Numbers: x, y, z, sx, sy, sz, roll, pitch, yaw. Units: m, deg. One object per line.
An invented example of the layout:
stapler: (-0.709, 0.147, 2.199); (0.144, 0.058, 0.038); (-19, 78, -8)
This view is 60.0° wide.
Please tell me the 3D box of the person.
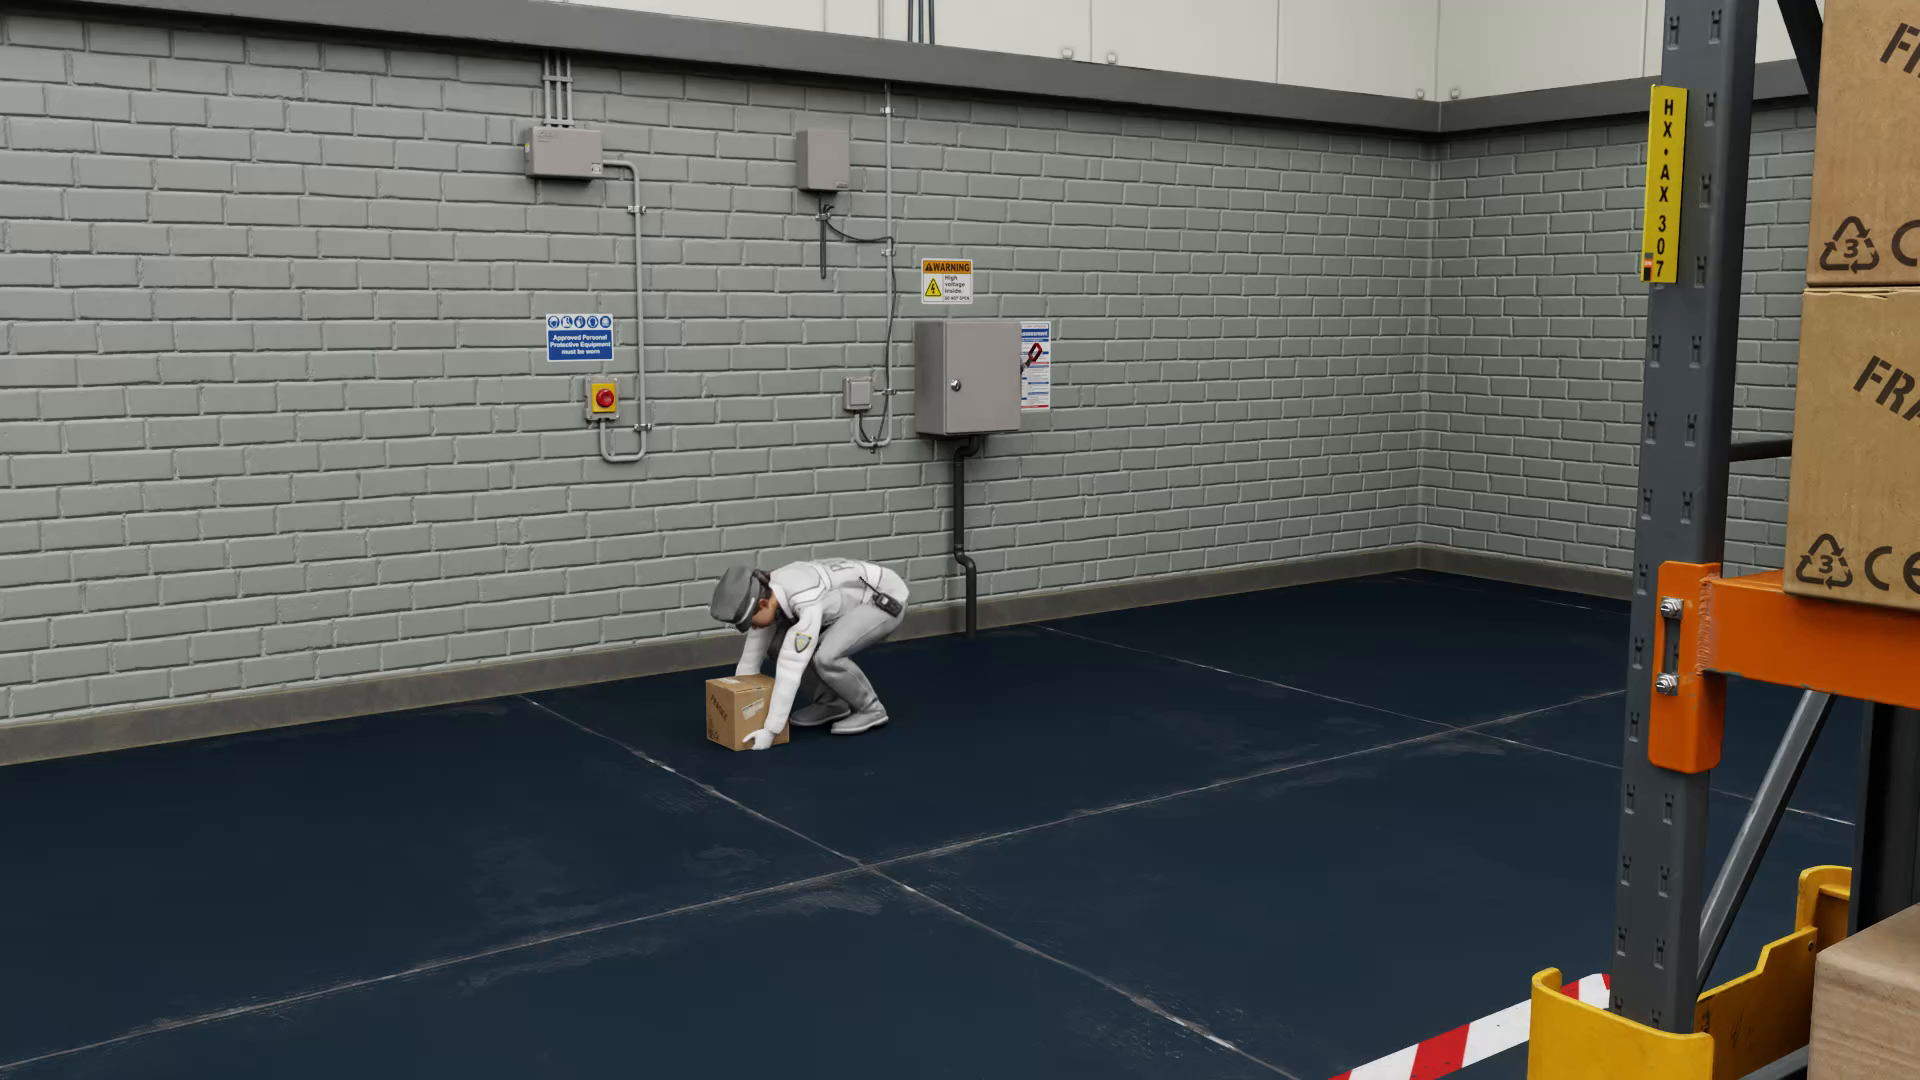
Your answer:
person: (-0.631, 0.447, 6.984); (0.915, 0.762, 0.448); (-6, 10, -37)
